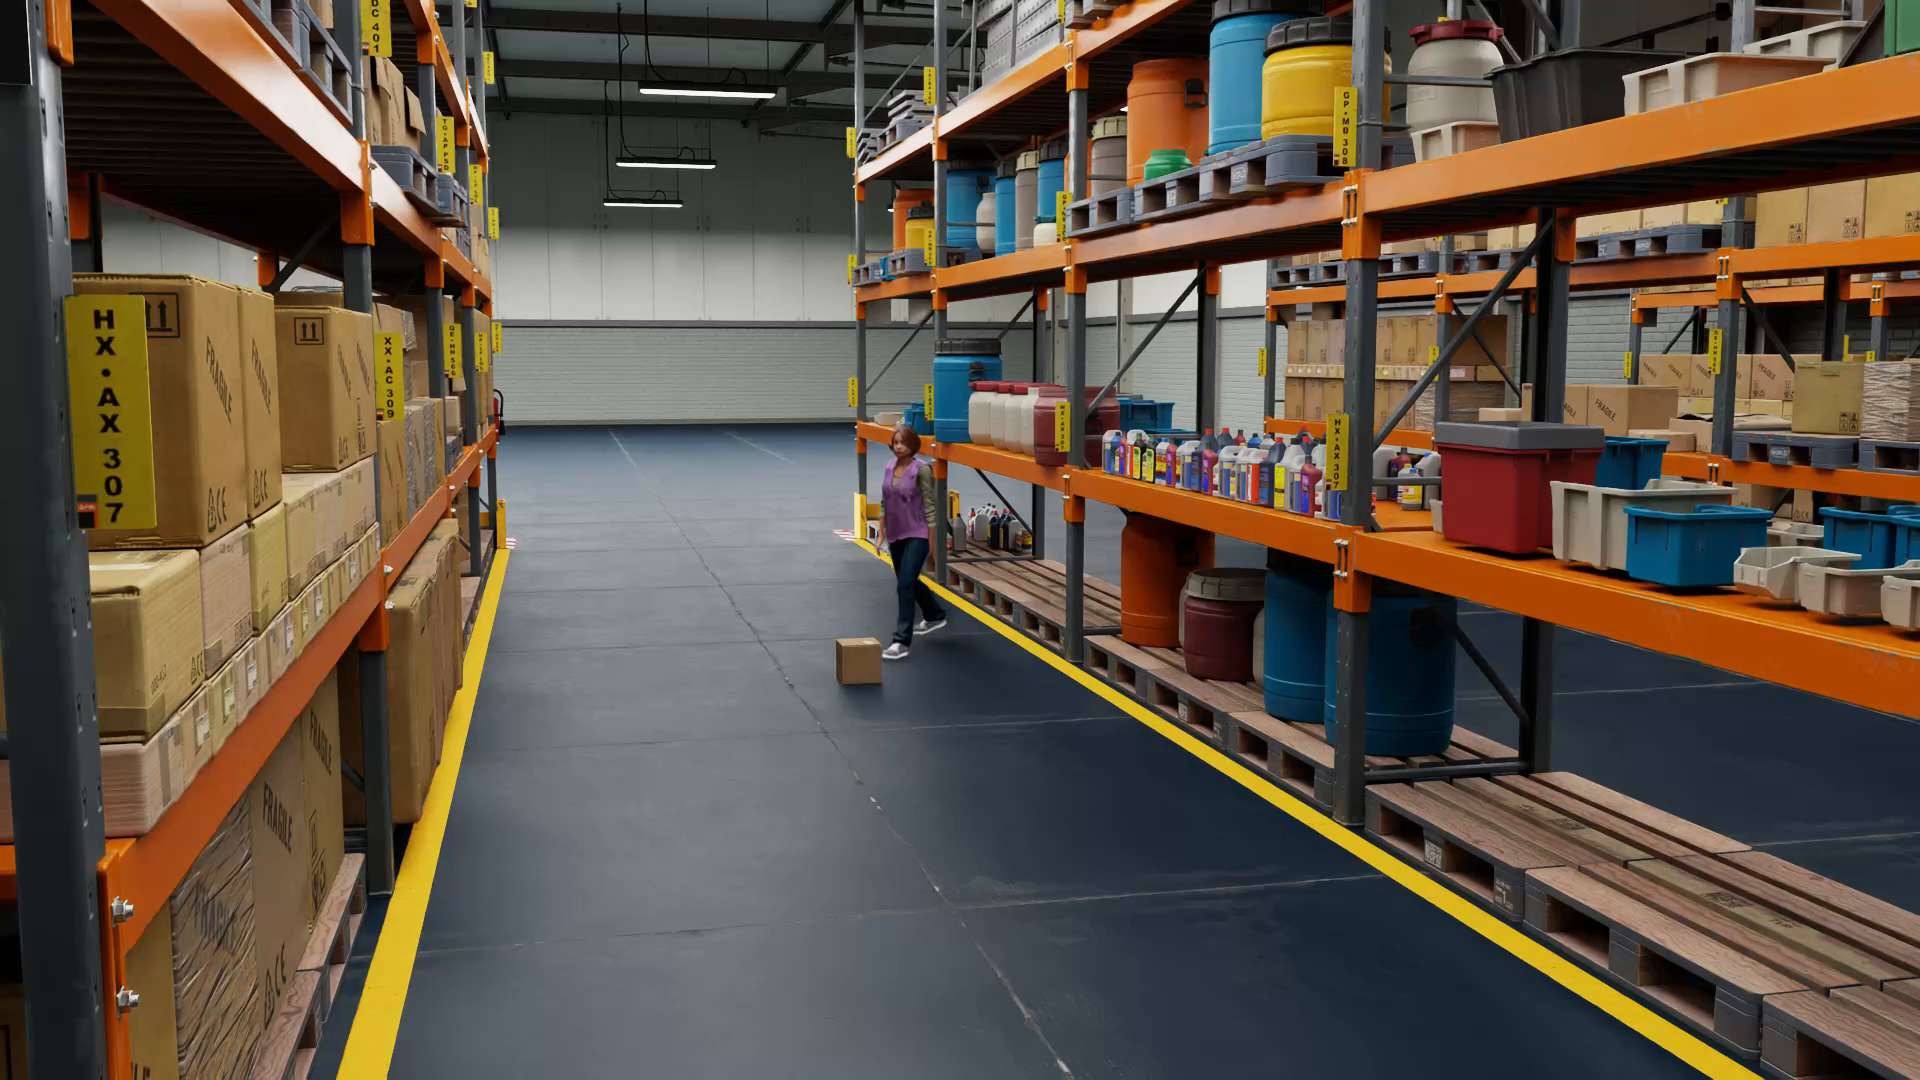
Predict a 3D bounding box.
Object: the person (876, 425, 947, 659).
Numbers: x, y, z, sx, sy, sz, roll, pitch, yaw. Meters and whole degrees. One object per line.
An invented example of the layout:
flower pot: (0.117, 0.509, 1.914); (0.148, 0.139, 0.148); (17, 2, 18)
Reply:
person: (-0.347, -0.014, 11.494); (0.466, 1.567, 0.867); (5, 8, 41)
